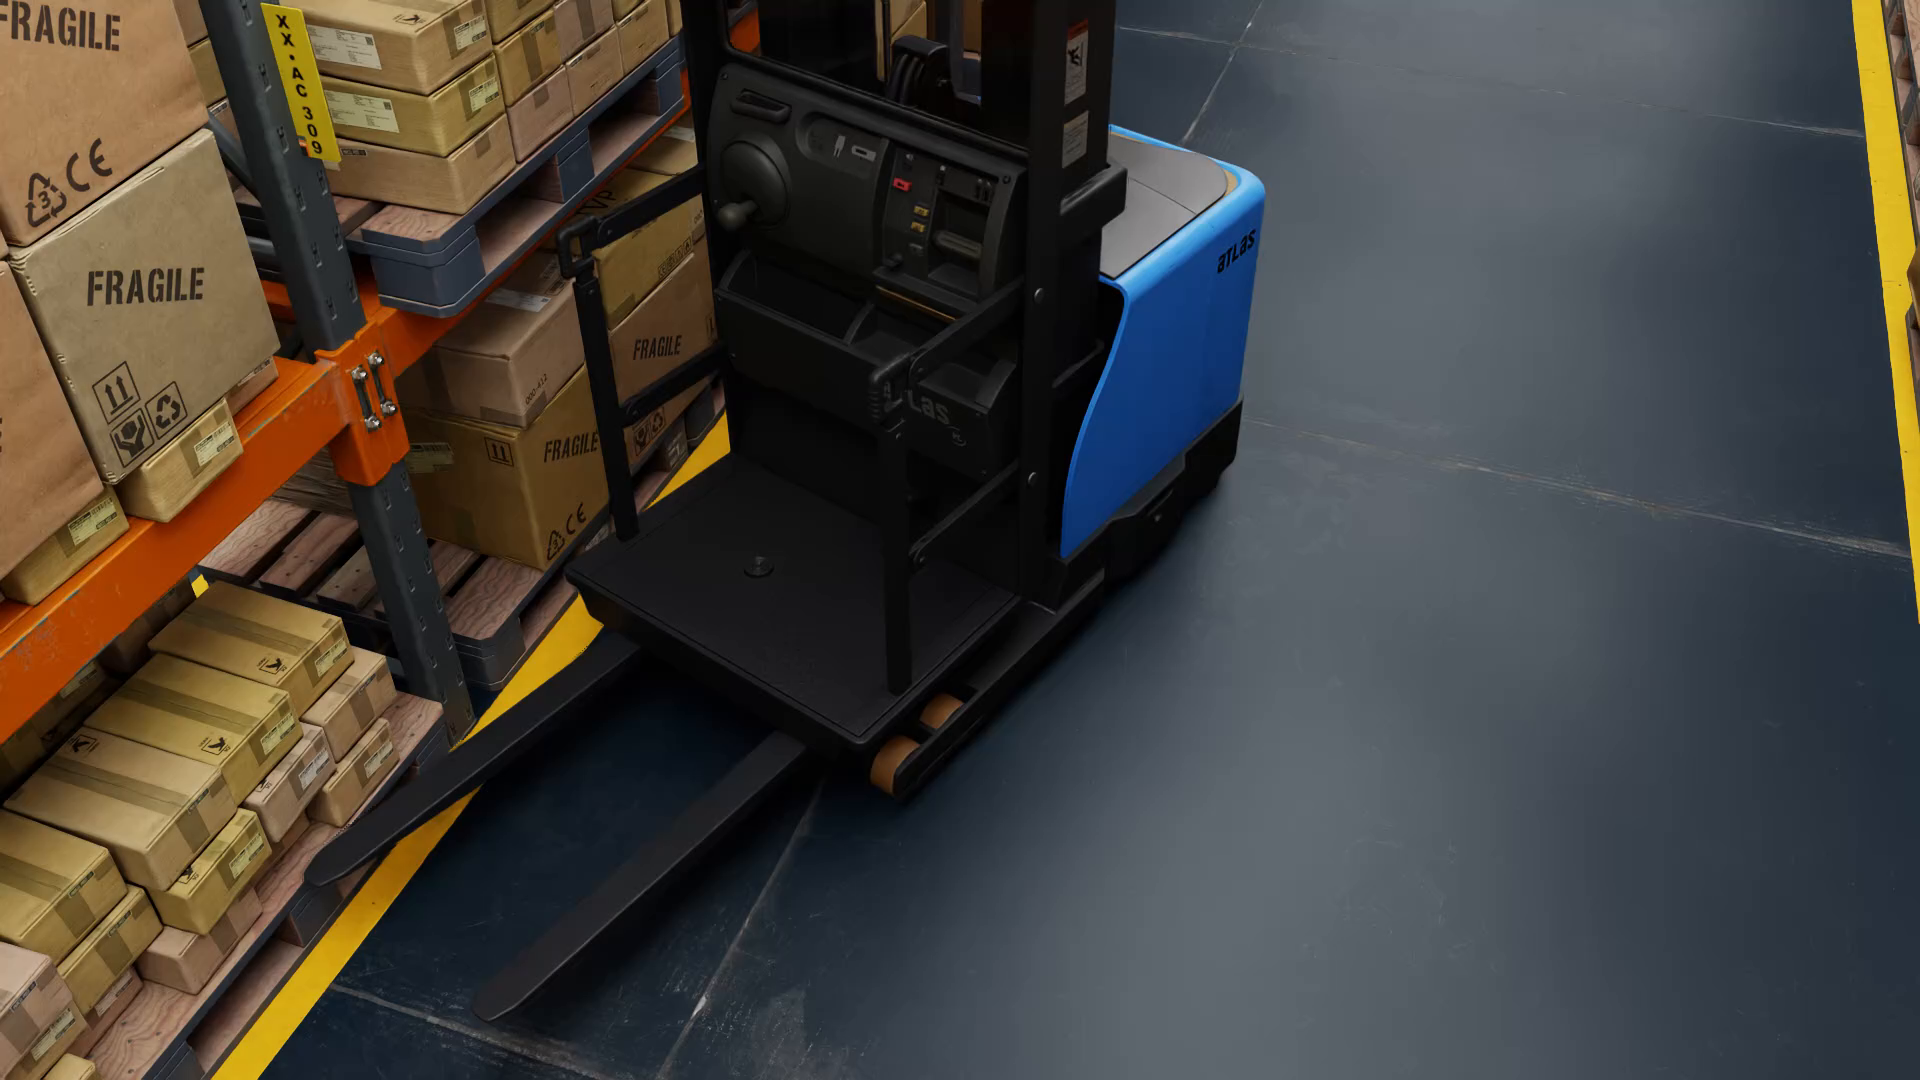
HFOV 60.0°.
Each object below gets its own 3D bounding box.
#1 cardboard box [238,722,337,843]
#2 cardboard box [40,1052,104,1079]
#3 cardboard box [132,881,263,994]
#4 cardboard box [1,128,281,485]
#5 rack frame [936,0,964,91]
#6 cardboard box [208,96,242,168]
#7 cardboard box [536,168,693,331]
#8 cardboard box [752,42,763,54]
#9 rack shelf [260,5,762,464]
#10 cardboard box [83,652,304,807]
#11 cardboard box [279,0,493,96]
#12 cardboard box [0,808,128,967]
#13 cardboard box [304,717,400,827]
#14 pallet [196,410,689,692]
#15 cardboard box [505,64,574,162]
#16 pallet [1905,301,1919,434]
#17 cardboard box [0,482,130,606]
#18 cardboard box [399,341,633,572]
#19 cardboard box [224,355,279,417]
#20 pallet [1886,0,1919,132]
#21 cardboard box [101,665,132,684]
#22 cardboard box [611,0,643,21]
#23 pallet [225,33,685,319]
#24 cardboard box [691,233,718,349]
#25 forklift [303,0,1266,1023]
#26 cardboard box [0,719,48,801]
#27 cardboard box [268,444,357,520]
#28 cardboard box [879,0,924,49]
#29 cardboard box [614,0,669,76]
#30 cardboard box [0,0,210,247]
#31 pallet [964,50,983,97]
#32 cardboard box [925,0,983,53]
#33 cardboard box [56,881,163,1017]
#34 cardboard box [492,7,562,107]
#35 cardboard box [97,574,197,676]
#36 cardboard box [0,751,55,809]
[{"bbox_3d":[-1.729,0.540,3.950,0.380,0.149,0.250,11,42,13],"label":"cardboard box"},{"bbox_3d":[-2.007,1.168,3.442,0.380,0.149,0.250,13,42,15],"label":"cardboard box"},{"bbox_3d":[-1.850,0.852,3.813,0.380,0.149,0.250,12,42,14],"label":"cardboard box"},{"bbox_3d":[-1.739,-0.496,3.214,0.500,0.500,0.500,13,42,15],"label":"cardboard box"},{"bbox_3d":[-0.471,-3.142,6.622,1.000,3.000,0.127,13,42,15],"label":"rack frame"},{"bbox_3d":[-1.889,-1.053,4.043,0.380,0.149,0.250,12,42,14],"label":"cardboard box"},{"bbox_3d":[-1.158,-0.914,5.035,0.500,0.250,0.500,14,43,16],"label":"cardboard box"},{"bbox_3d":[-0.810,-1.544,5.773,0.500,0.250,0.500,14,42,16],"label":"cardboard box"},{"bbox_3d":[-1.155,-1.649,5.426,1.077,0.370,4.000,13,42,15],"label":"rack shelf"},{"bbox_3d":[-1.766,0.435,3.843,0.380,0.149,0.250,14,42,16],"label":"cardboard box"},{"bbox_3d":[-1.272,-1.131,3.676,0.380,0.149,0.250,15,43,17],"label":"cardboard box"},{"bbox_3d":[-2.007,0.730,3.498,0.380,0.149,0.250,15,43,16],"label":"cardboard box"},{"bbox_3d":[-1.653,0.537,4.182,0.380,0.149,0.250,14,42,16],"label":"cardboard box"},{"bbox_3d":[-1.574,-0.117,5.224,1.003,0.211,1.213,13,42,15],"label":"pallet"},{"bbox_3d":[-1.183,-1.075,4.069,0.380,0.149,0.250,14,42,16],"label":"cardboard box"},{"bbox_3d":[3.815,-0.455,5.620,1.003,0.211,1.213,13,42,15],"label":"pallet"},{"bbox_3d":[-1.850,-0.050,3.191,0.380,0.149,0.250,15,43,17],"label":"cardboard box"},{"bbox_3d":[-1.337,-0.303,4.897,0.500,0.500,0.500,15,43,17],"label":"cardboard box"},{"bbox_3d":[-1.717,-0.381,3.579,0.380,0.149,0.250,13,42,15],"label":"cardboard box"},{"bbox_3d":[4.843,-2.137,7.592,1.003,0.211,1.213,13,42,15],"label":"pallet"},{"bbox_3d":[-2.264,0.259,4.279,0.380,0.149,0.250,15,43,17],"label":"cardboard box"},{"bbox_3d":[-1.009,-1.493,4.329,0.380,0.149,0.250,12,42,13],"label":"cardboard box"},{"bbox_3d":[-1.441,-1.063,4.333,1.003,0.211,1.213,13,42,15],"label":"pallet"},{"bbox_3d":[-0.991,-0.949,5.653,0.500,0.500,0.500,14,42,16],"label":"cardboard box"},{"bbox_3d":[-0.385,-0.793,3.922,1.130,2.935,3.031,26,47,28],"label":"forklift"},{"bbox_3d":[-2.342,0.480,3.791,0.380,0.149,0.250,13,42,14],"label":"cardboard box"},{"bbox_3d":[-1.823,-0.419,5.032,0.500,0.500,0.500,13,42,14],"label":"cardboard box"},{"bbox_3d":[-0.459,-2.161,6.496,0.500,0.250,0.500,12,42,14],"label":"cardboard box"},{"bbox_3d":[-1.007,-1.380,4.426,0.380,0.149,0.250,14,42,16],"label":"cardboard box"},{"bbox_3d":[-1.746,-0.887,2.902,0.500,0.500,0.500,12,42,14],"label":"cardboard box"},{"bbox_3d":[-0.131,-2.546,8.071,1.003,0.211,1.213,13,42,15],"label":"pallet"},{"bbox_3d":[-0.178,-2.798,7.628,1.050,0.750,0.750,13,42,14],"label":"cardboard box"},{"bbox_3d":[-1.982,0.838,3.600,0.380,0.149,0.250,14,42,15],"label":"cardboard box"},{"bbox_3d":[-1.185,-1.177,3.959,0.380,0.149,0.250,13,42,14],"label":"cardboard box"},{"bbox_3d":[-2.152,0.160,4.166,0.380,0.149,0.250,15,43,17],"label":"cardboard box"},{"bbox_3d":[-2.315,0.590,3.891,0.380,0.149,0.250,13,42,15],"label":"cardboard box"}]
